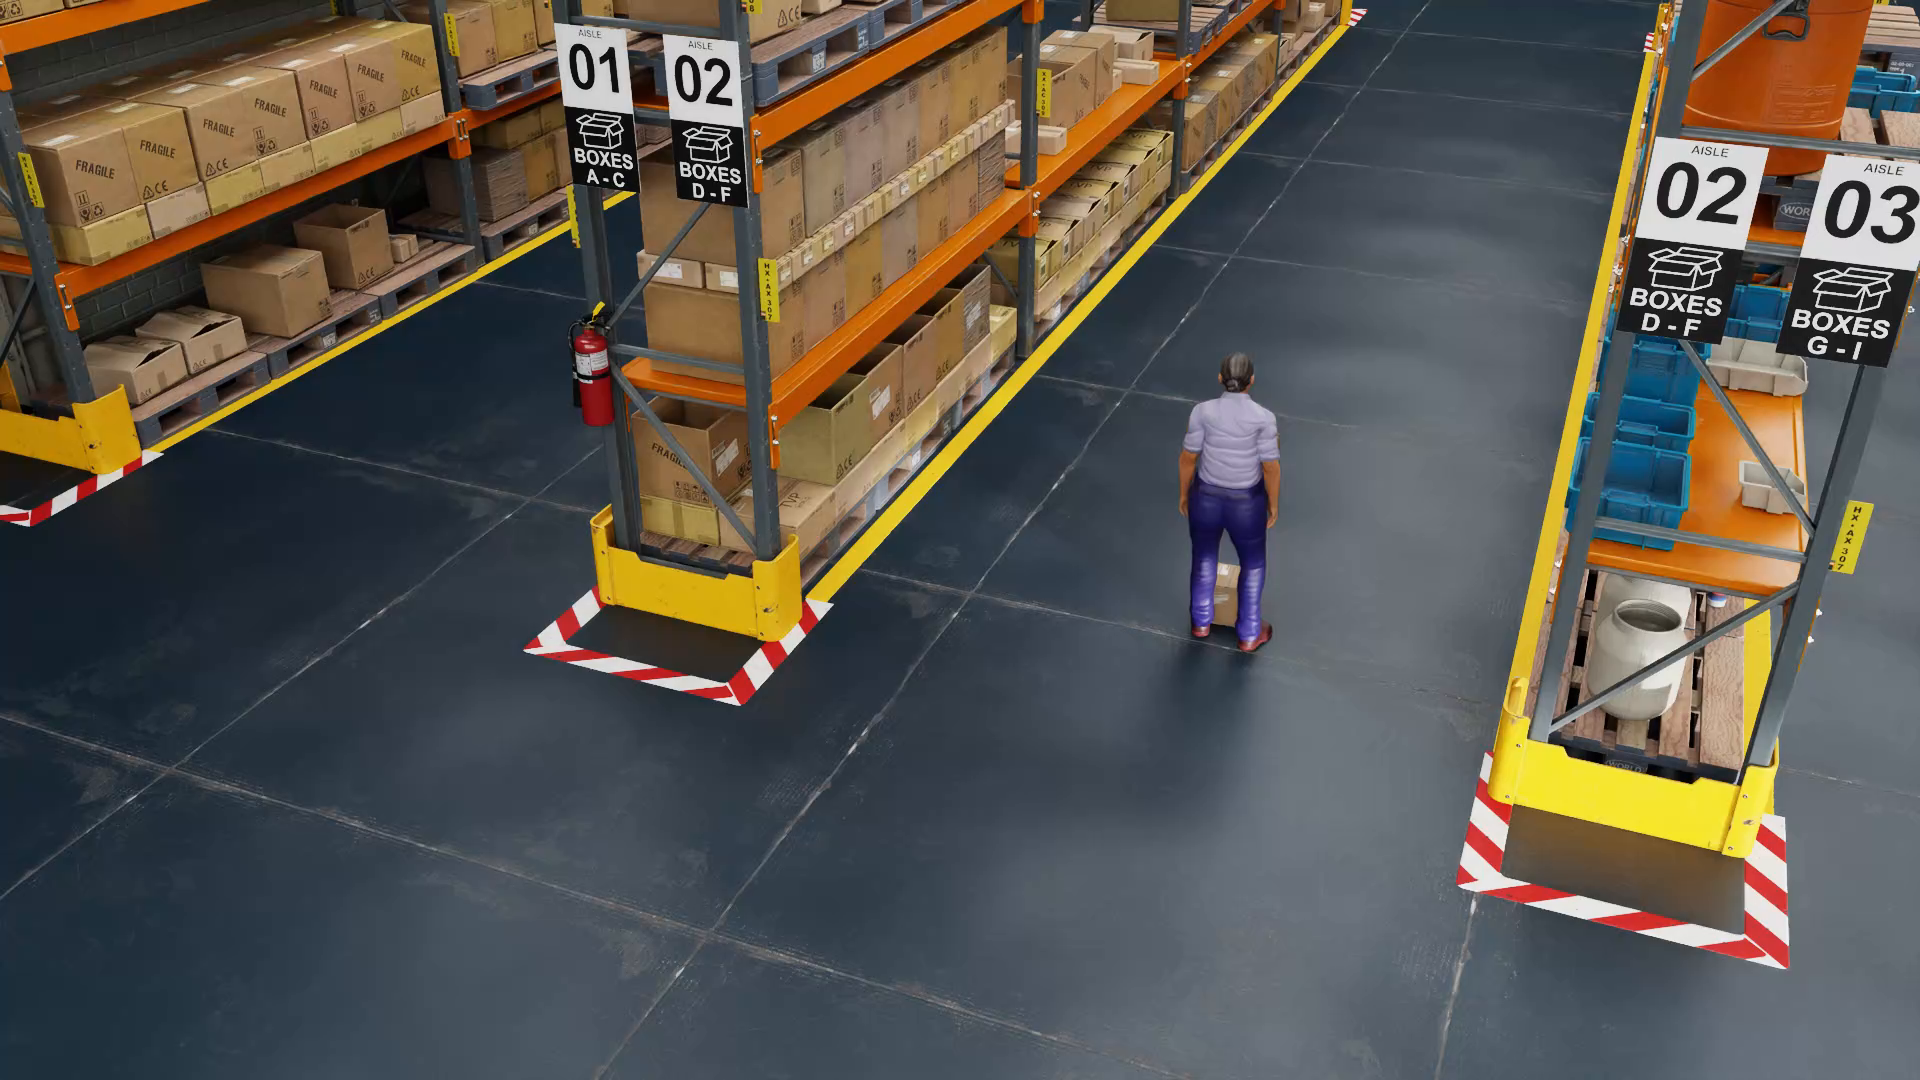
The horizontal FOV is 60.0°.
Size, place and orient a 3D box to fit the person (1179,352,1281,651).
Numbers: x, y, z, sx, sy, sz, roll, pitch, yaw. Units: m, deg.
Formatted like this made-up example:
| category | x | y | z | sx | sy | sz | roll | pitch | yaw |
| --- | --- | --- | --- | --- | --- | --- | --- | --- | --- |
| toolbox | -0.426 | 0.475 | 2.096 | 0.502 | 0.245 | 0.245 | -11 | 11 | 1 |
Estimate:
| category | x | y | z | sx | sy | sz | roll | pitch | yaw |
| --- | --- | --- | --- | --- | --- | --- | --- | --- | --- |
| person | 1.428 | -0.200 | 8.749 | 0.562 | 1.651 | 0.427 | 9 | 31 | 16 |
